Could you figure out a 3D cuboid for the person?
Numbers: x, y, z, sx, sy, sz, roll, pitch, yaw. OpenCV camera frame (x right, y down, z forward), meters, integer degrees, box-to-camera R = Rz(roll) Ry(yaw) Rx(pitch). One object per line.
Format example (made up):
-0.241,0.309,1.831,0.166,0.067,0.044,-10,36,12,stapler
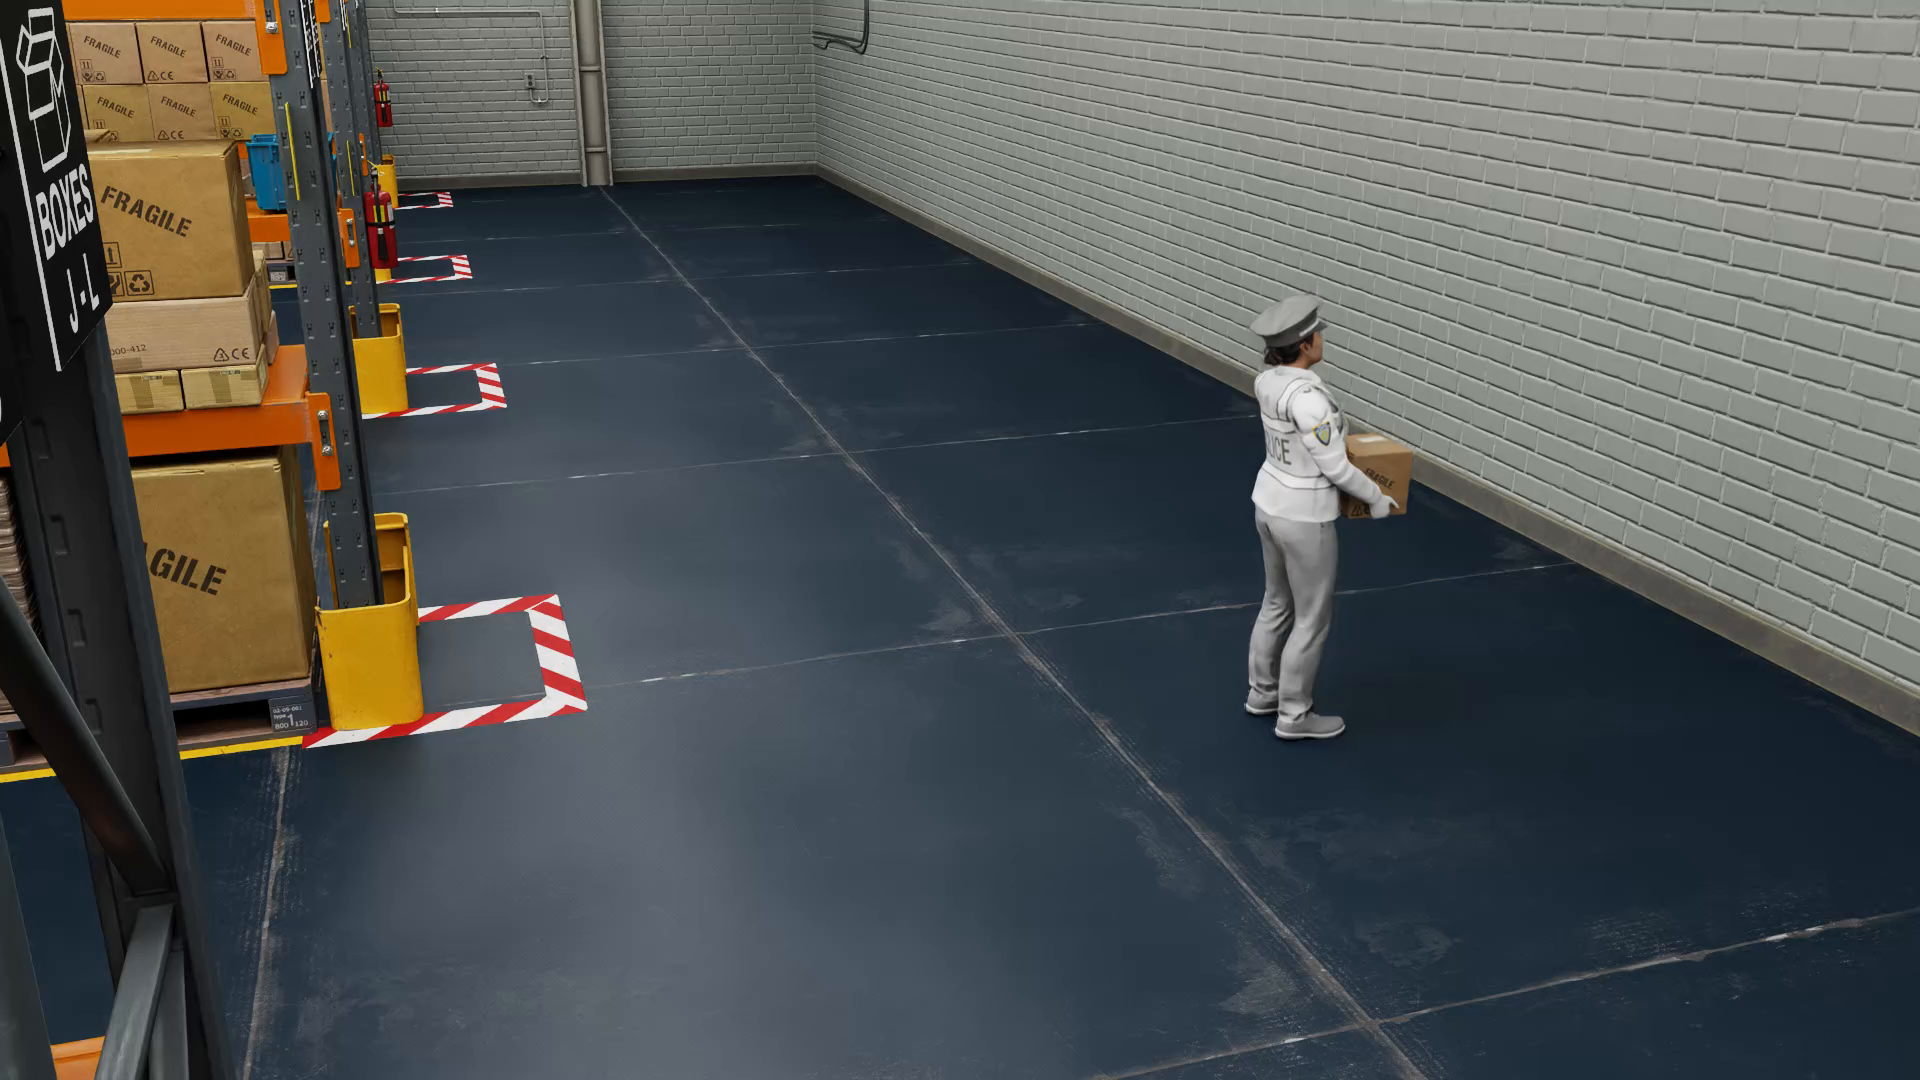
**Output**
1.335,-0.091,6.276,0.554,1.695,0.467,-5,20,-13,person
